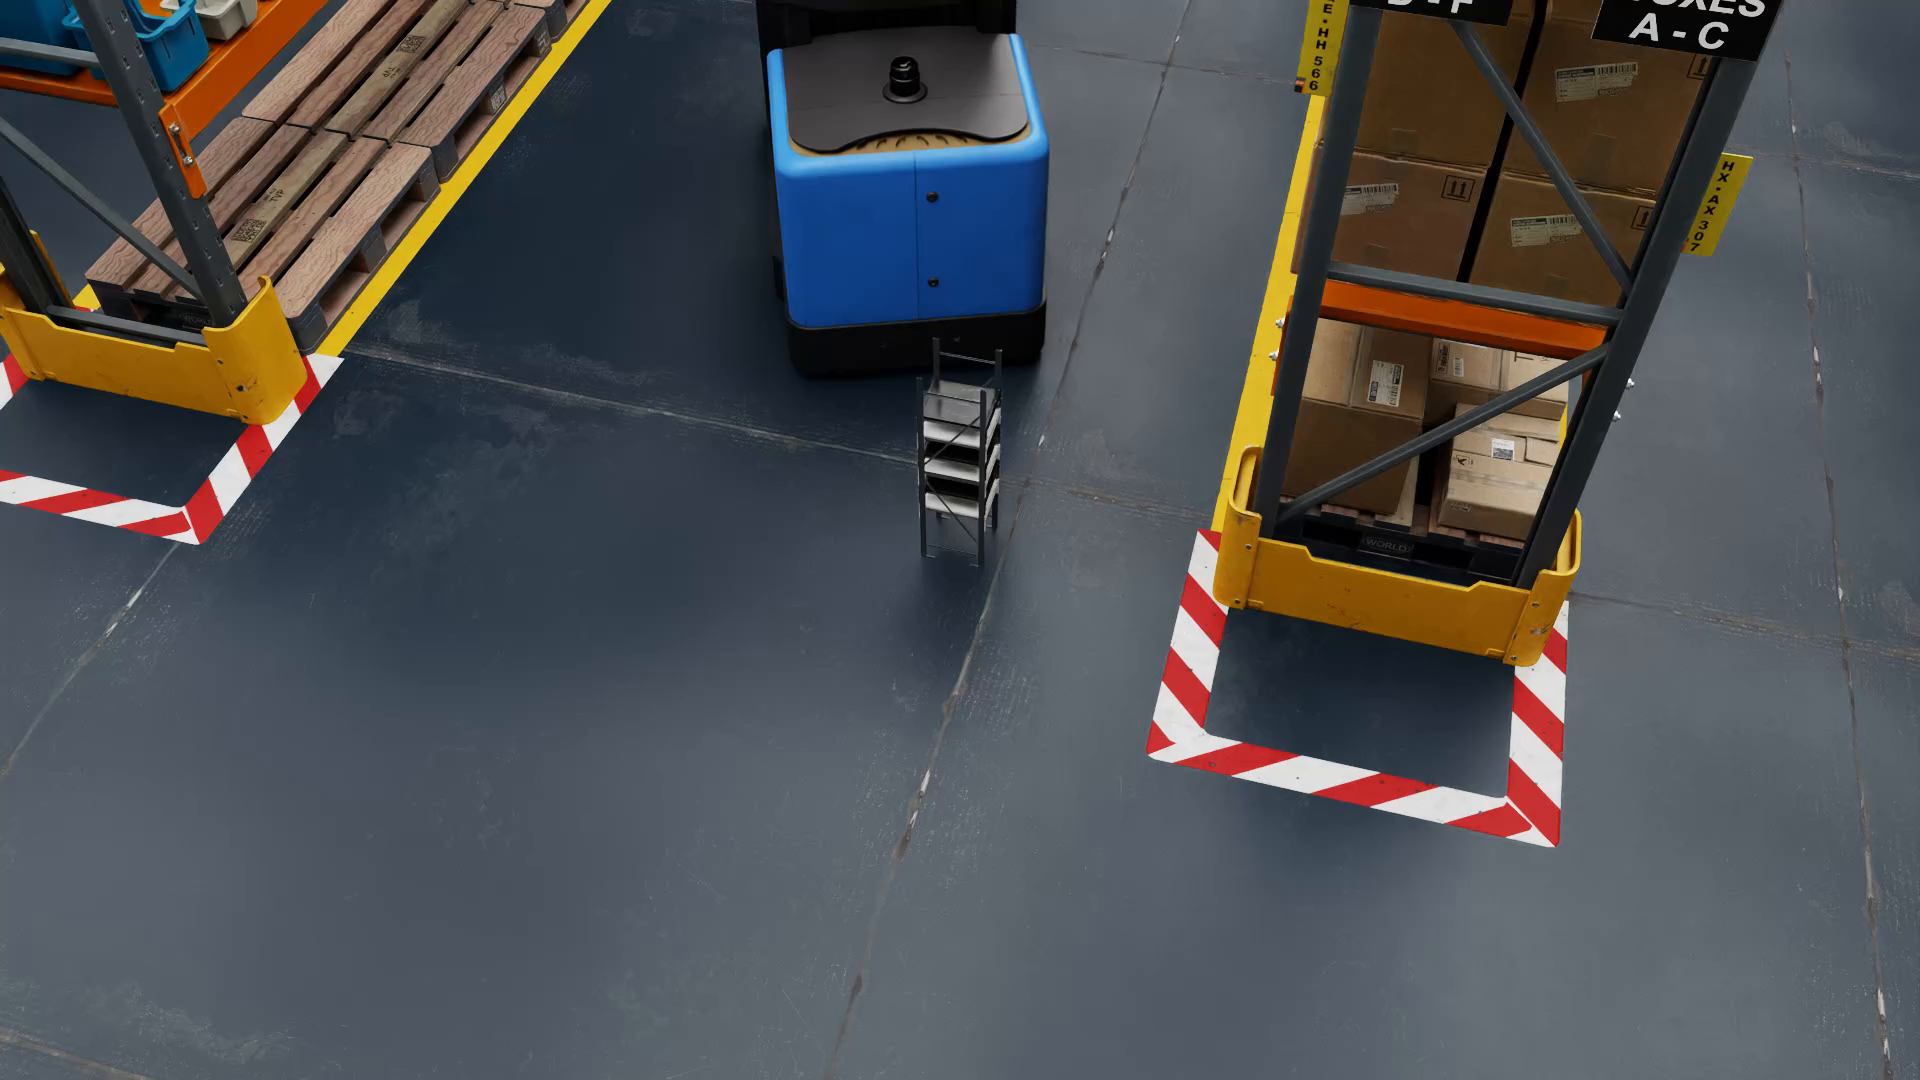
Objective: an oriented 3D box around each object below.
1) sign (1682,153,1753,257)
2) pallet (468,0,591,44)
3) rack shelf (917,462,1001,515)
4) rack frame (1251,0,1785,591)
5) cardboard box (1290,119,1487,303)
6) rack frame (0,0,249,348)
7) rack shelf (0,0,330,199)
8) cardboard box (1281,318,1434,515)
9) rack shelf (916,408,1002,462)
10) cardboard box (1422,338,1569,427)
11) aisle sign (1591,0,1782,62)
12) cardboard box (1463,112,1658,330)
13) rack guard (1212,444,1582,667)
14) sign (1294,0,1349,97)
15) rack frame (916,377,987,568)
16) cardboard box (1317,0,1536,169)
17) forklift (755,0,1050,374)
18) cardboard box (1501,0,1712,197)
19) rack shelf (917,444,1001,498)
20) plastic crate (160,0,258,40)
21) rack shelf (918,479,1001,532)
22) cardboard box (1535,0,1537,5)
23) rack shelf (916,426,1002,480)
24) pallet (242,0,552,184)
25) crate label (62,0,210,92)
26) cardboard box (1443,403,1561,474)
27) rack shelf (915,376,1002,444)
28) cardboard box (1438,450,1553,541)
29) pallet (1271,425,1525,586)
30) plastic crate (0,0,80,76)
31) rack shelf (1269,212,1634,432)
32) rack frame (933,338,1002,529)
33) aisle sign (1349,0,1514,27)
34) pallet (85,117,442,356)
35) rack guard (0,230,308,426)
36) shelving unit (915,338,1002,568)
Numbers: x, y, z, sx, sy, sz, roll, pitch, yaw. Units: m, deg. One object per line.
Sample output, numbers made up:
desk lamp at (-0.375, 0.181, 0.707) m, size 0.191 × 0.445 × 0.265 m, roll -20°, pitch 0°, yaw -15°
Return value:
sign at (2.020, -0.898, 4.465) m, size 0.100 × 0.325 × 0.005 m, roll 12°, pitch 50°, yaw 10°
pallet at (-2.384, -3.130, 8.871) m, size 1.003 × 0.211 × 1.213 m, roll 12°, pitch 50°, yaw 10°
rack shelf at (-0.002, -0.210, 6.000) m, size 0.258 × 0.077 × 0.200 m, roll 12°, pitch 50°, yaw 10°
rack frame at (1.497, -0.719, 4.884) m, size 1.000 × 3.000 × 0.127 m, roll 12°, pitch 50°, yaw 10°
cardboard box at (1.352, -1.129, 5.179) m, size 0.500 × 0.500 × 0.500 m, roll 13°, pitch 50°, yaw 11°
rack frame at (-3.281, -1.699, 5.749) m, size 1.000 × 3.000 × 0.127 m, roll 12°, pitch 50°, yaw 10°
rack shelf at (-2.755, -2.907, 7.295) m, size 1.077 × 0.370 × 4.000 m, roll 12°, pitch 50°, yaw 10°
cardboard box at (1.402, -0.479, 6.046) m, size 0.500 × 0.500 × 0.500 m, roll 12°, pitch 50°, yaw 10°
rack shelf at (-0.002, -0.389, 5.797) m, size 0.258 × 0.077 × 0.200 m, roll 12°, pitch 50°, yaw 10°
cardboard box at (2.045, -0.653, 6.366) m, size 0.500 × 0.250 × 0.500 m, roll 12°, pitch 50°, yaw 10°
aisle sign at (1.762, -1.471, 3.814) m, size 0.394 × 0.787 × 0.004 m, roll 12°, pitch 50°, yaw 10°
cardboard box at (1.868, -1.021, 5.083) m, size 0.500 × 0.500 × 0.500 m, roll 13°, pitch 50°, yaw 11°
rack guard at (1.517, 0.054, 5.869) m, size 1.175 × 0.500 × 0.348 m, roll 12°, pitch 50°, yaw 10°
sign at (0.967, -1.330, 4.440) m, size 0.100 × 0.325 × 0.005 m, roll 12°, pitch 50°, yaw 10°
rack frame at (-0.029, -0.218, 5.843) m, size 0.240 × 0.900 × 0.006 m, roll 12°, pitch 50°, yaw 10°
cardboard box at (1.349, -1.459, 4.803) m, size 0.500 × 0.500 × 0.500 m, roll 11°, pitch 50°, yaw 10°
forklift at (-0.337, -2.759, 6.730) m, size 1.130 × 2.935 × 3.031 m, roll -5°, pitch 49°, yaw -4°
cardboard box at (1.868, -1.351, 4.709) m, size 0.500 × 0.500 × 0.500 m, roll 13°, pitch 50°, yaw 11°
rack shelf at (-0.002, -0.270, 5.932) m, size 0.258 × 0.077 × 0.200 m, roll 12°, pitch 50°, yaw 10°
plastic crate at (-2.734, -1.961, 6.116) m, size 0.250 × 0.136 × 0.298 m, roll 12°, pitch 50°, yaw 10°
rack shelf at (-0.002, -0.151, 6.067) m, size 0.258 × 0.077 × 0.200 m, roll 12°, pitch 50°, yaw 10°
cardboard box at (1.998, -1.731, 5.044) m, size 0.500 × 0.500 × 0.500 m, roll 12°, pitch 50°, yaw 10°
rack shelf at (-0.002, -0.329, 5.865) m, size 0.258 × 0.077 × 0.200 m, roll 12°, pitch 50°, yaw 10°
pallet at (-2.703, -2.245, 8.090) m, size 1.003 × 0.211 × 1.213 m, roll 12°, pitch 50°, yaw 10°
crate label at (-2.898, -1.777, 5.889) m, size 0.416 × 0.233 × 0.303 m, roll 12°, pitch 50°, yaw 10°
cardboard box at (2.004, -0.342, 6.148) m, size 0.380 × 0.166 × 0.250 m, roll 12°, pitch 50°, yaw 10°
rack shelf at (-0.002, -0.449, 5.730) m, size 0.258 × 0.077 × 0.200 m, roll 12°, pitch 50°, yaw 10°
cardboard box at (1.939, -0.156, 5.995) m, size 0.380 × 0.149 × 0.250 m, roll 12°, pitch 50°, yaw 10°
pallet at (1.726, -0.428, 6.487) m, size 1.003 × 0.211 × 1.213 m, roll 12°, pitch 50°, yaw 10°
plastic crate at (-3.373, -2.009, 5.959) m, size 0.616 × 0.435 × 0.499 m, roll 12°, pitch 50°, yaw 10°
rack shelf at (2.023, -1.927, 6.430) m, size 1.077 × 0.370 × 4.000 m, roll 12°, pitch 50°, yaw 10°
rack frame at (0.025, -0.365, 5.972) m, size 0.240 × 0.900 × 0.006 m, roll 12°, pitch 50°, yaw 10°
aisle sign at (1.183, -1.590, 3.919) m, size 0.394 × 0.787 × 0.004 m, roll 12°, pitch 50°, yaw 10°
pallet at (-3.026, -1.365, 7.314) m, size 1.003 × 0.211 × 1.213 m, roll 12°, pitch 50°, yaw 10°
rack guard at (-3.275, -0.852, 6.668) m, size 1.175 × 0.500 × 0.348 m, roll 12°, pitch 50°, yaw 10°
shelving unit at (-0.002, -0.292, 5.907) m, size 0.258 × 0.900 × 0.210 m, roll 12°, pitch 50°, yaw 10°
